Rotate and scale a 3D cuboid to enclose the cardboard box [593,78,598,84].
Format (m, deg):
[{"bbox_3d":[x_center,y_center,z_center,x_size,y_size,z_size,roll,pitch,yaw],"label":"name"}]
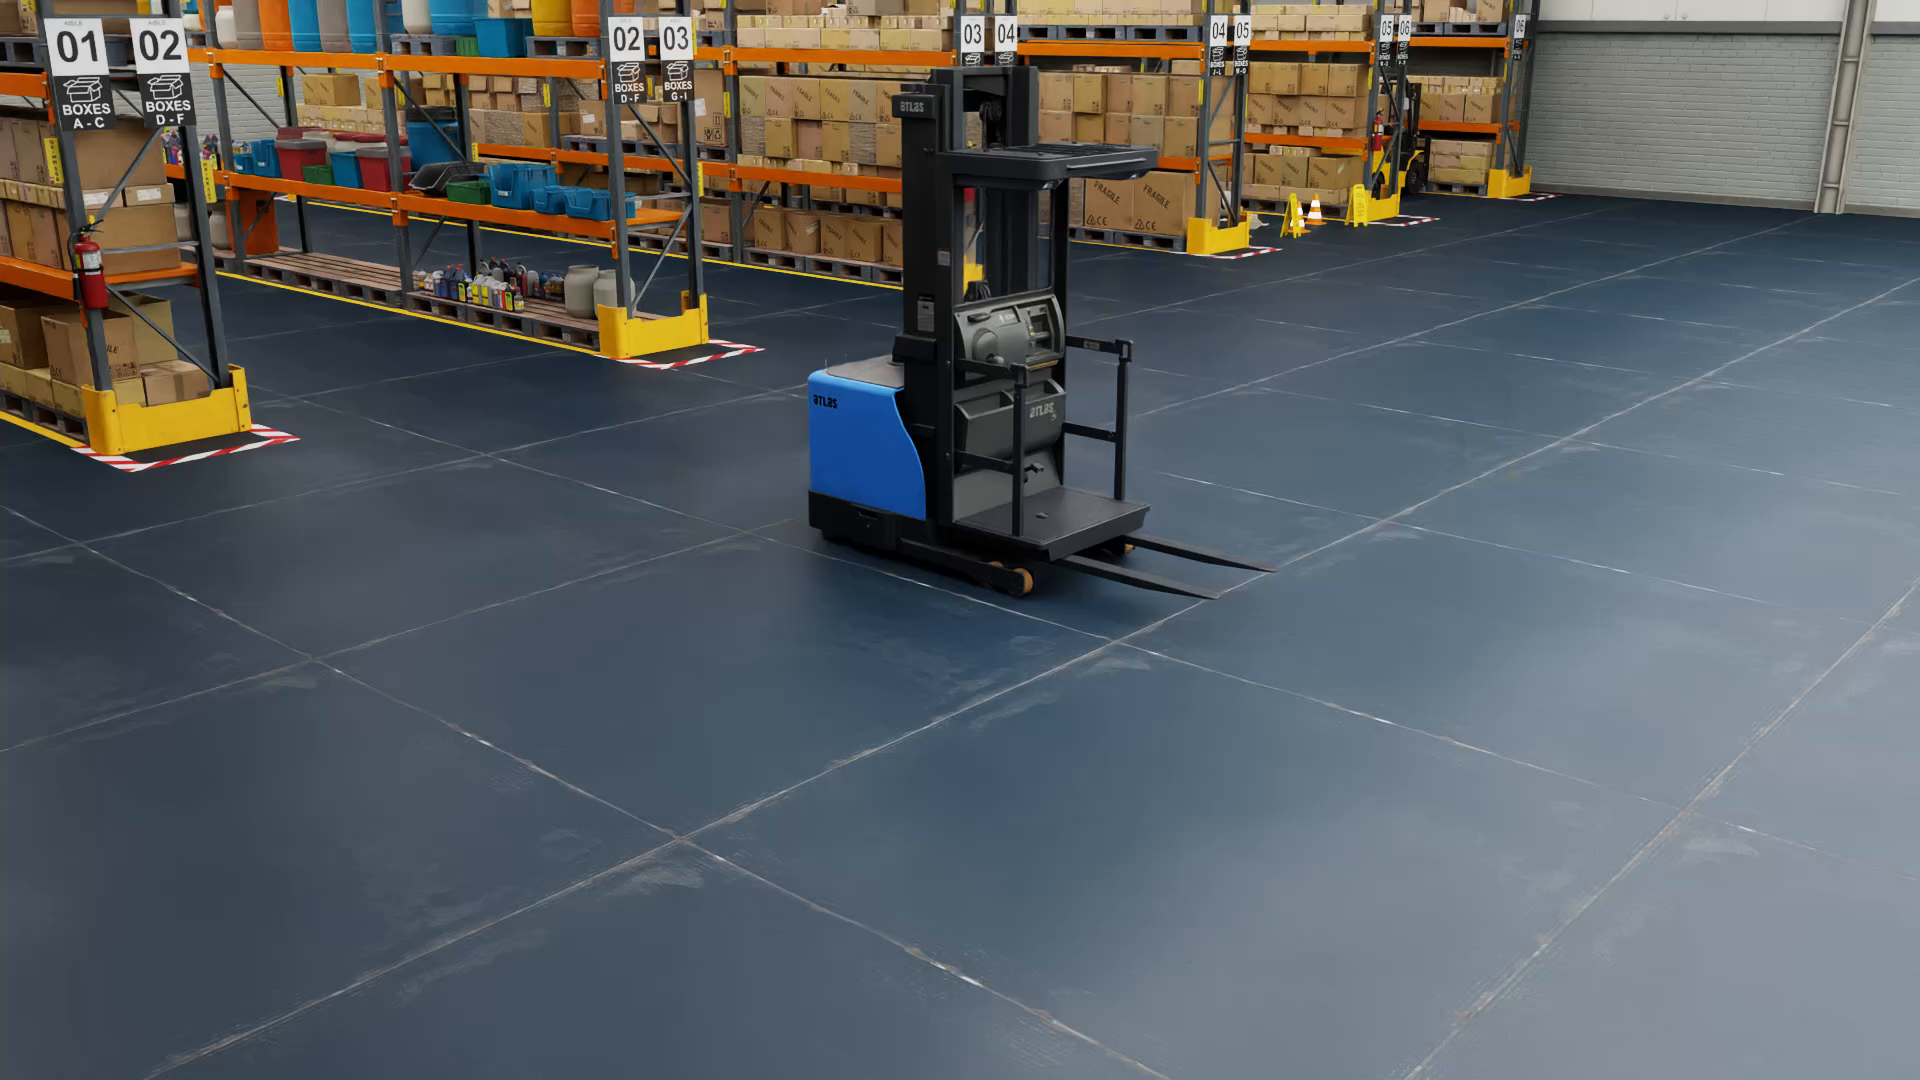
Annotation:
[{"bbox_3d":[-6.602,-8.899,31.475,0.500,0.500,0.500,16,23,41],"label":"cardboard box"}]

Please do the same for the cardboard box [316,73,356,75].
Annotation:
[{"bbox_3d":[-11.128,-8.082,29.726,0.500,0.500,0.500,15,23,40],"label":"cardboard box"}]

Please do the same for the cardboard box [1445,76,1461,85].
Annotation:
[{"bbox_3d":[9.206,-8.524,30.875,0.250,0.149,0.380,15,23,40],"label":"cardboard box"}]

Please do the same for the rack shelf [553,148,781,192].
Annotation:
[{"bbox_3d":[-4.188,-5.342,23.765,4.000,0.370,1.077,15,23,39],"label":"rack shelf"}]

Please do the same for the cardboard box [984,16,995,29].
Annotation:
[{"bbox_3d":[0.247,-6.136,19.708,0.250,0.149,0.380,15,23,39],"label":"cardboard box"}]

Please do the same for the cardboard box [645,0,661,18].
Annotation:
[{"bbox_3d":[-4.410,-7.559,23.613,0.500,0.500,0.500,16,23,40],"label":"cardboard box"}]

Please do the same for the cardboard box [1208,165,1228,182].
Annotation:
[{"bbox_3d":[4.556,-6.488,28.799,0.500,0.500,0.500,16,24,41],"label":"cardboard box"}]

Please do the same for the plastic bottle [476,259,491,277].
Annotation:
[{"bbox_3d":[-5.402,-3.013,18.889,0.185,0.351,0.144,15,23,39],"label":"plastic bottle"}]

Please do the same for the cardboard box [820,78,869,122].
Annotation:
[{"bbox_3d":[-1.394,-5.503,20.773,0.500,0.500,0.500,15,23,39],"label":"cardboard box"}]

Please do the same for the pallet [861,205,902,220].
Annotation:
[{"bbox_3d":[-0.868,-5.439,27.491,1.213,0.211,1.003,15,23,39],"label":"pallet"}]

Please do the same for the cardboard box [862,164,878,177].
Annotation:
[{"bbox_3d":[-0.996,-4.618,20.711,0.250,0.149,0.380,15,23,39],"label":"cardboard box"}]

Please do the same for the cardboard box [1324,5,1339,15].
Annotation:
[{"bbox_3d":[6.058,-8.521,26.731,0.250,0.149,0.380,15,23,39],"label":"cardboard box"}]

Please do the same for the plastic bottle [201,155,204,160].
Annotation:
[{"bbox_3d":[-9.804,-4.929,21.605,0.097,0.201,0.097,0,18,0],"label":"plastic bottle"}]

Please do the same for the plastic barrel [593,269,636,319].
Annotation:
[{"bbox_3d":[-3.531,-2.489,17.004,0.421,0.512,0.421,0,18,0],"label":"plastic barrel"}]

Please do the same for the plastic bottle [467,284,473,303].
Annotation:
[{"bbox_3d":[-5.314,-2.682,18.095,0.097,0.201,0.097,0,18,0],"label":"plastic bottle"}]

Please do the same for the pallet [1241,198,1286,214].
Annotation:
[{"bbox_3d":[5.328,-5.824,28.706,1.213,0.211,1.003,15,23,39],"label":"pallet"}]

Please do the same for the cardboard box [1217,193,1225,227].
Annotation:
[{"bbox_3d":[3.884,-5.312,26.609,0.637,0.503,0.797,0,18,2],"label":"cardboard box"}]

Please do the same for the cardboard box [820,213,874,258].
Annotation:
[{"bbox_3d":[-1.469,-3.982,21.730,0.500,0.500,0.500,13,22,34],"label":"cardboard box"}]

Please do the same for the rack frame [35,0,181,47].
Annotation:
[{"bbox_3d":[-6.278,-5.099,11.893,0.127,3.000,1.000,15,23,39],"label":"rack frame"}]

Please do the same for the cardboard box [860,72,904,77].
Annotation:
[{"bbox_3d":[-1.222,-7.416,27.294,0.500,0.500,0.700,15,23,38],"label":"cardboard box"}]

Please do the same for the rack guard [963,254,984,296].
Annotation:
[{"bbox_3d":[0.243,-3.304,20.287,0.348,0.500,1.175,15,23,39],"label":"rack guard"}]

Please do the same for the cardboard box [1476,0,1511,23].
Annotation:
[{"bbox_3d":[9.677,-9.605,30.025,0.500,0.500,0.500,16,24,41],"label":"cardboard box"}]

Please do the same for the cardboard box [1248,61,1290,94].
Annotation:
[{"bbox_3d":[5.246,-7.755,27.871,0.500,0.500,0.700,15,23,39],"label":"cardboard box"}]

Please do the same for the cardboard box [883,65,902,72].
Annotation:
[{"bbox_3d":[-1.187,-9.305,33.246,0.500,0.500,0.500,14,23,38],"label":"cardboard box"}]

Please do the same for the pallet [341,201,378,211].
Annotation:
[{"bbox_3d":[-10.109,-5.975,29.183,1.213,0.211,1.003,15,23,39],"label":"pallet"}]

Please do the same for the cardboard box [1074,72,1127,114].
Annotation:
[{"bbox_3d":[2.132,-6.561,24.385,0.500,0.550,0.875,15,23,39],"label":"cardboard box"}]

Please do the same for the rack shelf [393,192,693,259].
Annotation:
[{"bbox_3d":[-4.484,-3.418,17.704,4.000,0.370,1.077,15,23,39],"label":"rack shelf"}]

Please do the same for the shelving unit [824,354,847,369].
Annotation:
[{"bbox_3d":[-0.733,-0.698,11.159,0.252,1.050,0.215,14,22,39],"label":"shelving unit"}]

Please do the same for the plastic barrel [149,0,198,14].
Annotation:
[{"bbox_3d":[-10.585,-7.329,22.358,0.708,0.901,0.600,15,23,39],"label":"plastic barrel"}]

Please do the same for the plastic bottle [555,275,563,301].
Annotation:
[{"bbox_3d":[-4.393,-2.772,18.262,0.097,0.271,0.097,0,18,0],"label":"plastic bottle"}]

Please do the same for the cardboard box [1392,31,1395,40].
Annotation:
[{"bbox_3d":[6.845,-8.172,26.951,0.250,0.149,0.380,15,23,39],"label":"cardboard box"}]

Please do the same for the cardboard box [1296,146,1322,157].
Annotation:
[{"bbox_3d":[5.786,-6.439,27.571,0.250,0.149,0.380,16,24,41],"label":"cardboard box"}]

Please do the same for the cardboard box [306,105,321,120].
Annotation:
[{"bbox_3d":[-11.094,-7.502,29.140,0.500,0.250,0.500,15,23,39],"label":"cardboard box"}]

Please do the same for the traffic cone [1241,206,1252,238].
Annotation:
[{"bbox_3d":[4.213,-4.801,25.064,0.334,0.463,0.336,15,23,39],"label":"traffic cone"}]

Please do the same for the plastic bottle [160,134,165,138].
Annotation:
[{"bbox_3d":[-11.454,-5.704,23.921,0.135,0.276,0.152,15,23,39],"label":"plastic bottle"}]

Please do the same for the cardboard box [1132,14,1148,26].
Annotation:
[{"bbox_3d":[2.625,-7.283,23.289,0.250,0.149,0.380,15,23,40],"label":"cardboard box"}]

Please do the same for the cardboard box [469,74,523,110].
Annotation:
[{"bbox_3d":[-7.211,-7.027,26.063,0.637,0.503,0.797,16,24,41],"label":"cardboard box"}]

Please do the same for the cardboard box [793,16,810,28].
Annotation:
[{"bbox_3d":[-1.867,-6.486,20.812,0.250,0.149,0.380,14,23,38],"label":"cardboard box"}]

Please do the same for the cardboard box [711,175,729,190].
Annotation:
[{"bbox_3d":[-4.133,-6.584,29.927,0.500,0.500,0.500,16,23,40],"label":"cardboard box"}]

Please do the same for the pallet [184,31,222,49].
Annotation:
[{"bbox_3d":[-9.479,-6.481,21.519,1.213,0.211,1.003,15,23,39],"label":"pallet"}]

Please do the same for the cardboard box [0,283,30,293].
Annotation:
[{"bbox_3d":[-8.383,-1.925,14.421,0.500,0.500,0.500,15,23,39],"label":"cardboard box"}]

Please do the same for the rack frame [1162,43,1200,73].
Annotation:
[{"bbox_3d":[3.886,-7.525,29.456,0.127,3.000,1.000,15,23,39],"label":"rack frame"}]

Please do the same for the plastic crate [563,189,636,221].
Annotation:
[{"bbox_3d":[-3.561,-3.321,16.455,0.616,0.251,0.499,15,23,39],"label":"plastic crate"}]

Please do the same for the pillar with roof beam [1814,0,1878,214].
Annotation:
[{"bbox_3d":[11.877,-8.870,23.777,0.400,9.000,9.100,15,23,39],"label":"pillar with roof beam"}]

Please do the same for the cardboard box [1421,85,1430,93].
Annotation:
[{"bbox_3d":[8.749,-8.461,31.167,0.250,0.149,0.380,15,23,40],"label":"cardboard box"}]

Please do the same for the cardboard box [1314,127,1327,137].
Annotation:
[{"bbox_3d":[6.015,-6.711,27.306,0.250,0.149,0.380,15,23,38],"label":"cardboard box"}]

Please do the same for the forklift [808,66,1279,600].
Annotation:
[{"bbox_3d":[0.461,-1.246,9.784,3.031,2.935,1.130,15,23,39],"label":"forklift"}]

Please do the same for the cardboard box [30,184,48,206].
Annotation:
[{"bbox_3d":[-7.079,-2.733,13.119,0.250,0.149,0.380,15,23,38],"label":"cardboard box"}]

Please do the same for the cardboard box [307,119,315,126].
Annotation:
[{"bbox_3d":[-11.236,-7.324,29.238,0.250,0.149,0.380,14,23,38],"label":"cardboard box"}]
